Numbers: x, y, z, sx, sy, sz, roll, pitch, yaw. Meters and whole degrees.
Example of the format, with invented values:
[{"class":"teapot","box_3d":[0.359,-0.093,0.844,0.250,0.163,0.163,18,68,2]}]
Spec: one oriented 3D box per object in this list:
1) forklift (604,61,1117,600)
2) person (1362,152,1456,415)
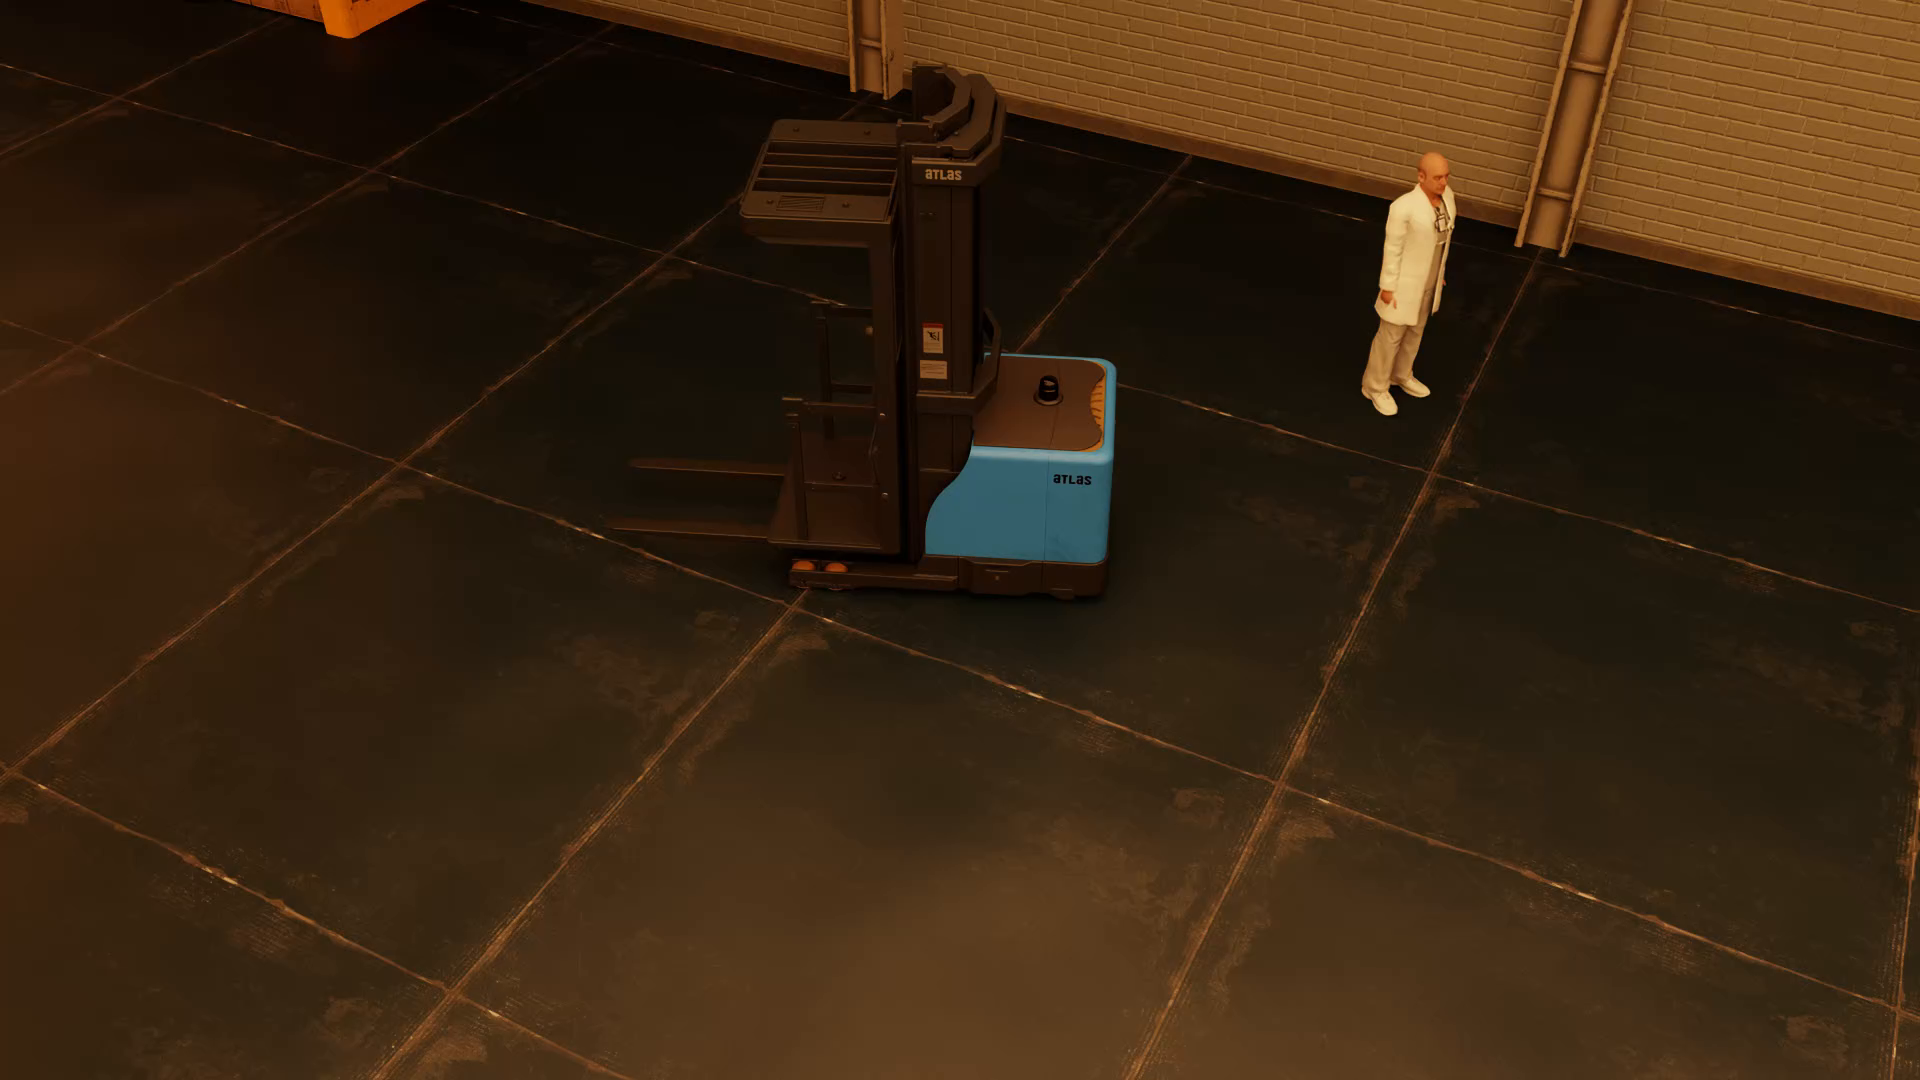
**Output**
[{"class":"forklift","box_3d":[-0.606,-1.157,9.360,3.031,2.935,1.130,3,40,4]},{"class":"person","box_3d":[2.995,-1.690,10.885,0.548,1.782,0.386,-26,47,-28]}]
